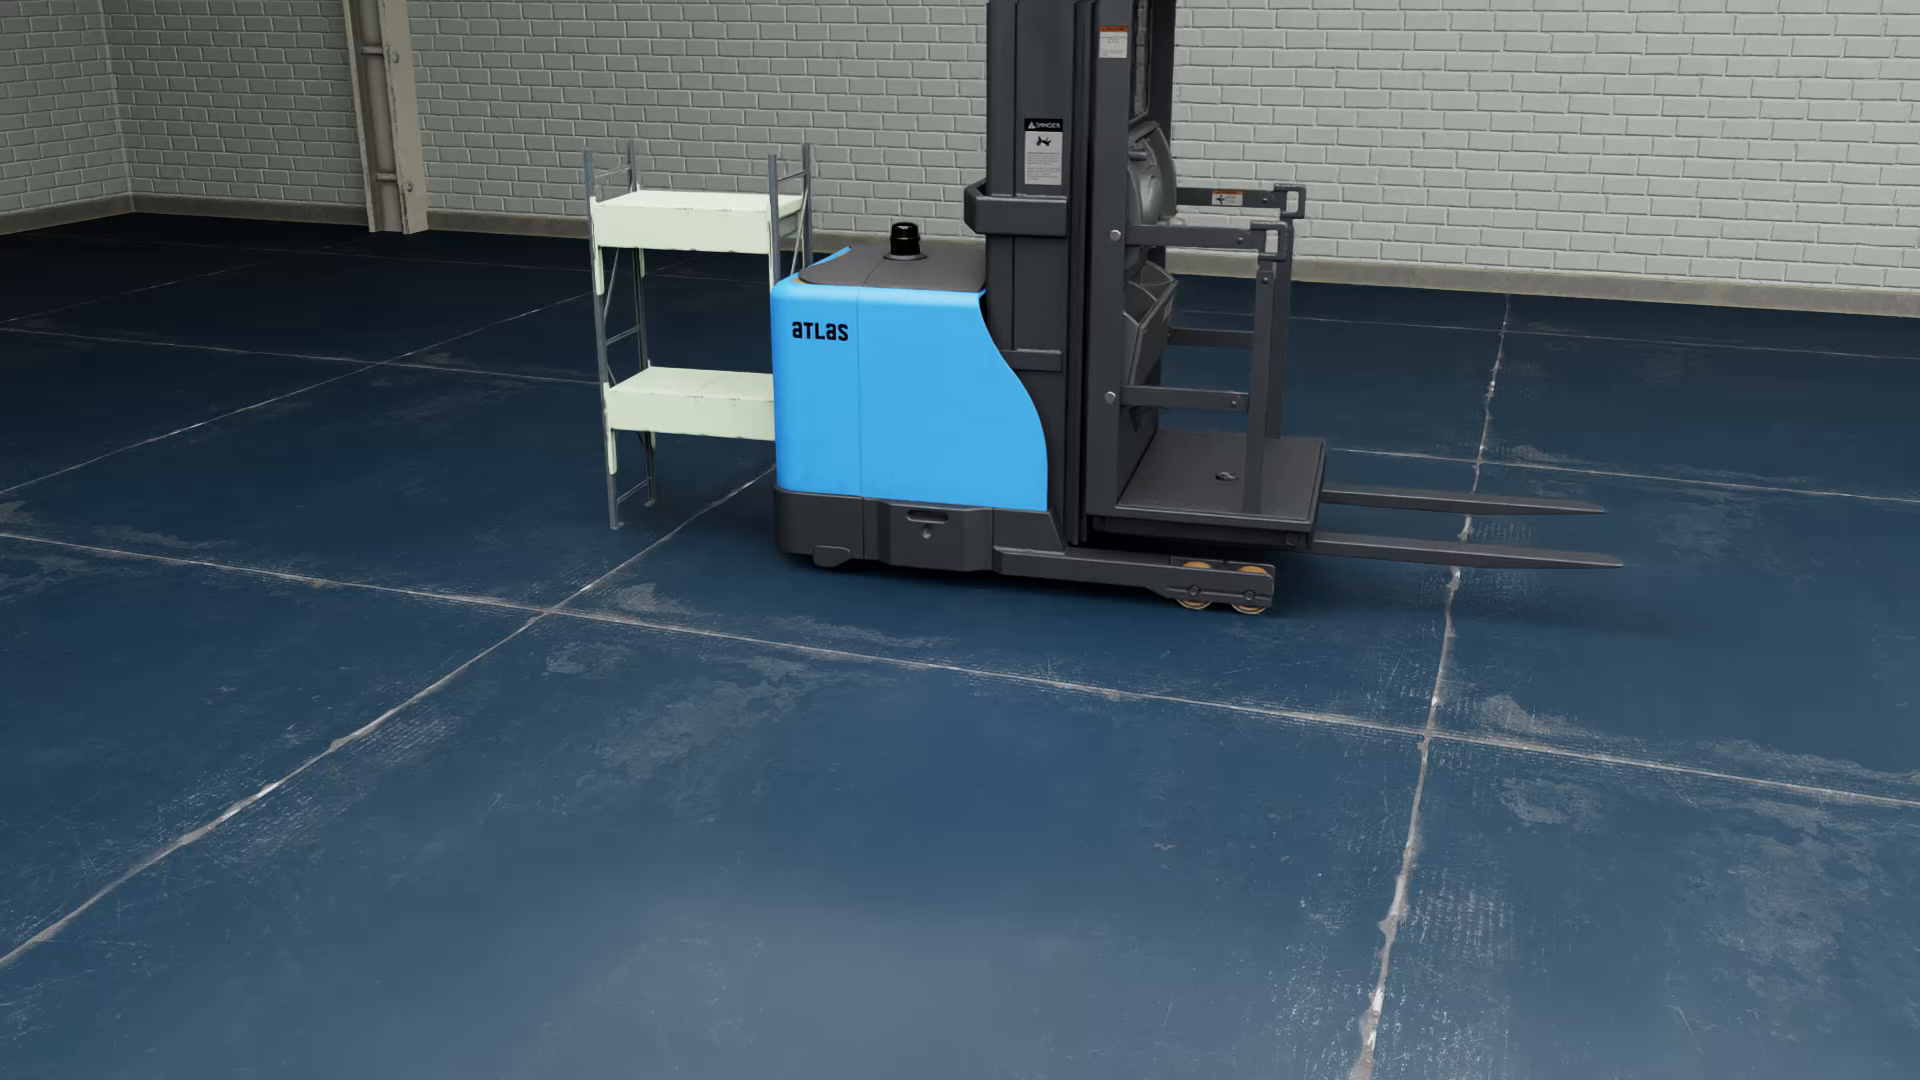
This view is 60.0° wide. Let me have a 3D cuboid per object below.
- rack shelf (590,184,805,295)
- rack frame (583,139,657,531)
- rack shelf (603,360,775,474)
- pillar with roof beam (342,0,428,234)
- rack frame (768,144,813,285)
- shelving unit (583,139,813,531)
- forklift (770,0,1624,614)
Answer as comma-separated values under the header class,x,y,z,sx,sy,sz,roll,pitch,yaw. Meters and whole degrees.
class,x,y,z,sx,sy,sz,roll,pitch,yaw
rack shelf,-0.991,-1.149,6.409,0.720,0.370,0.431,5,20,14
rack frame,-1.346,-0.811,6.623,0.023,1.500,0.400,5,20,14
rack shelf,-0.991,-0.473,6.644,0.720,0.370,0.431,5,20,14
pillar with roof beam,-6.170,-5.540,8.799,0.400,9.000,9.100,7,20,18
rack frame,-0.637,-0.751,6.451,0.023,1.500,0.400,5,20,14
shelving unit,-0.991,-0.781,6.537,0.755,1.500,0.431,5,20,14
forklift,0.874,-1.317,5.901,3.031,2.935,1.130,5,20,14
